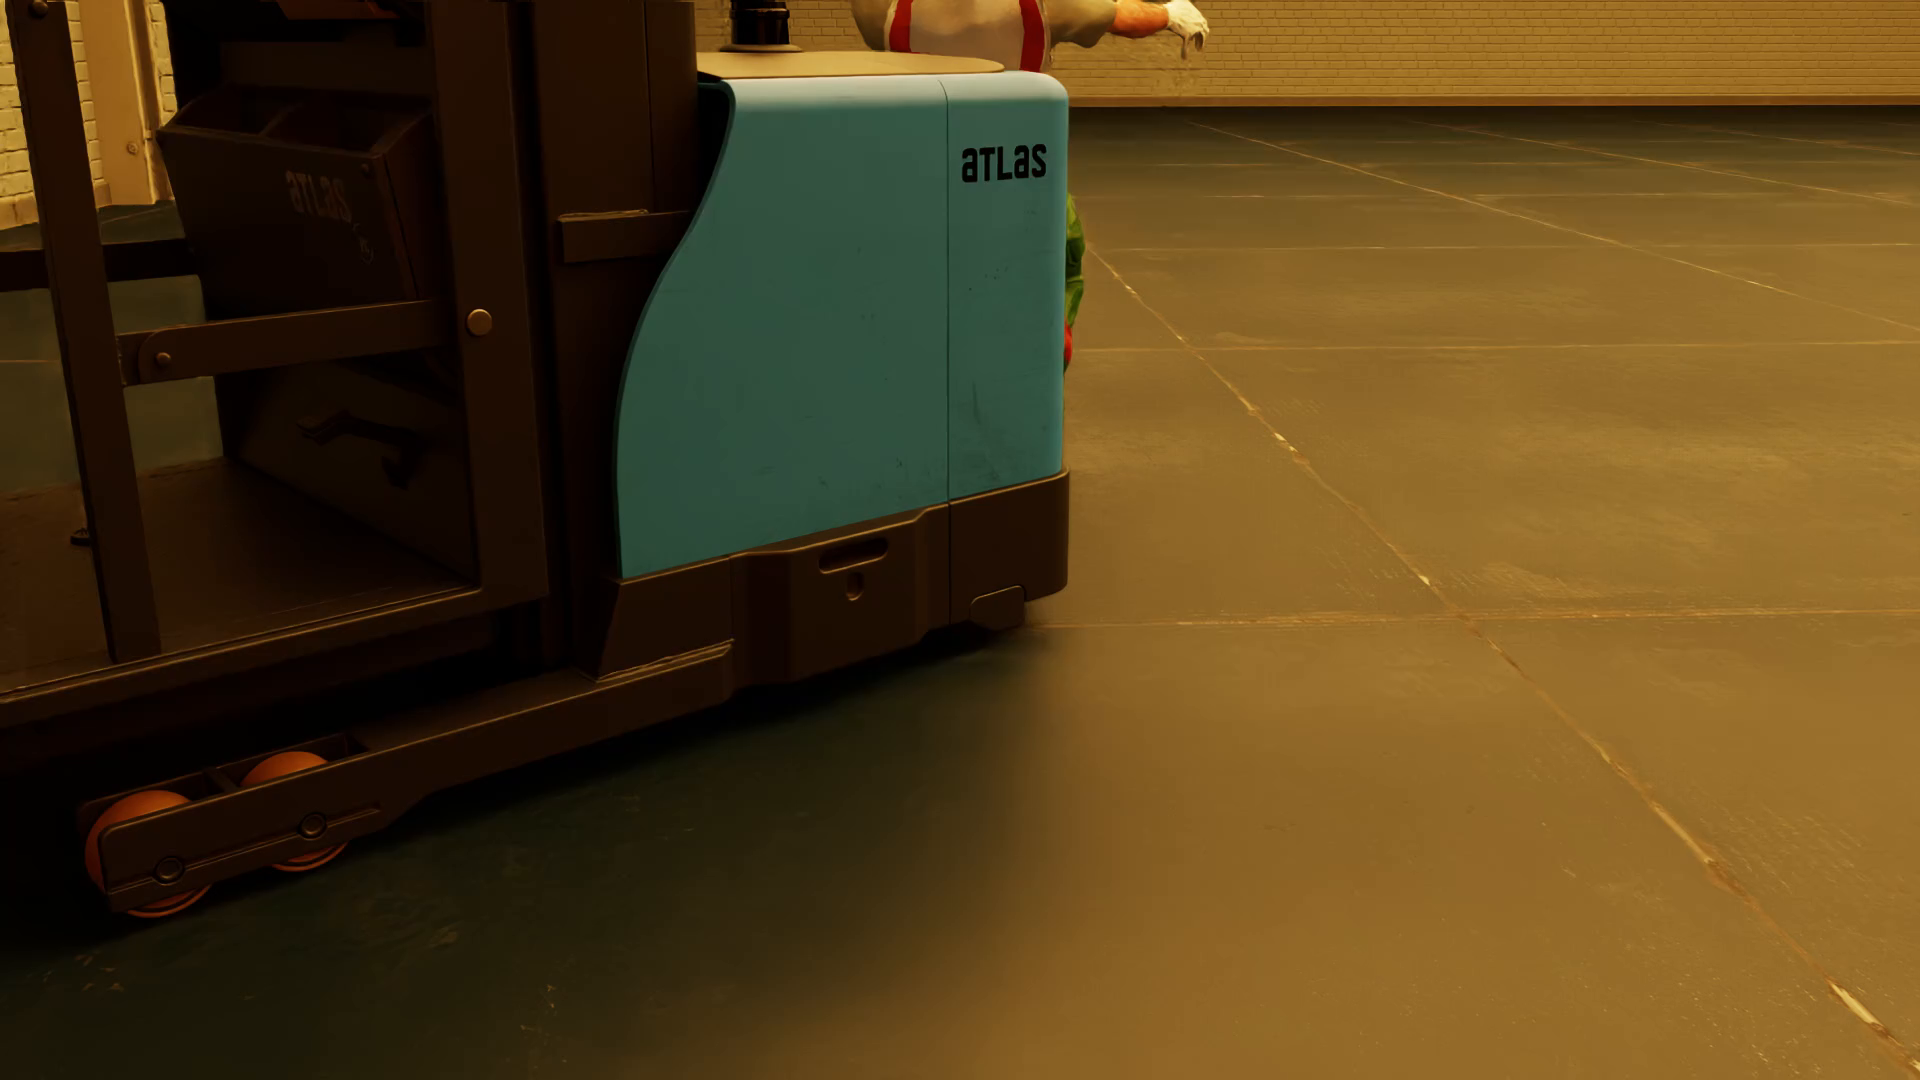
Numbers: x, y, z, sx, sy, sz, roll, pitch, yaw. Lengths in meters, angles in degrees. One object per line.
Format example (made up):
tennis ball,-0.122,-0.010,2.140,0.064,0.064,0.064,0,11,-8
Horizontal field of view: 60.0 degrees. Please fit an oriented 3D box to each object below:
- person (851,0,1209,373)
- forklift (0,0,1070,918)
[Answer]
person,0.196,-1.019,4.499,1.099,1.545,0.722,-5,18,-14
forklift,-1.216,-1.064,2.384,3.031,2.935,1.130,-15,22,-40
